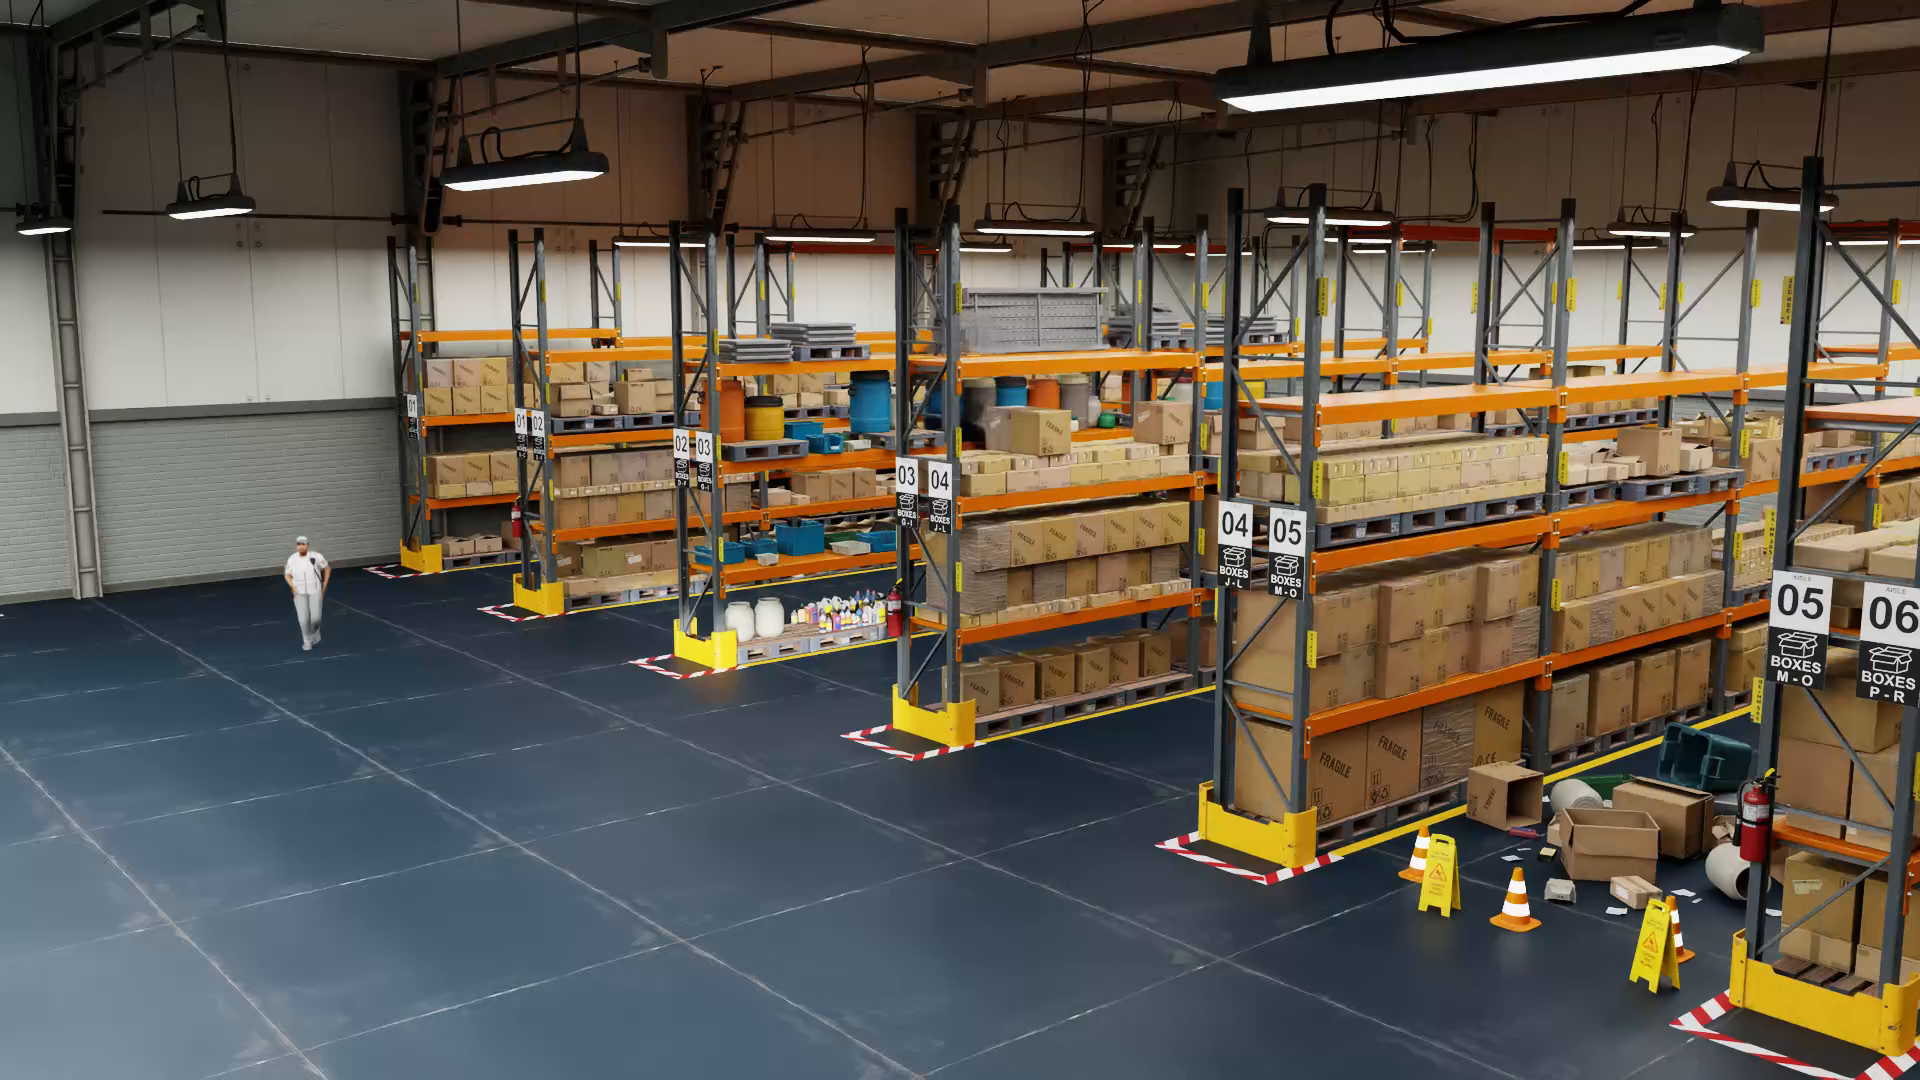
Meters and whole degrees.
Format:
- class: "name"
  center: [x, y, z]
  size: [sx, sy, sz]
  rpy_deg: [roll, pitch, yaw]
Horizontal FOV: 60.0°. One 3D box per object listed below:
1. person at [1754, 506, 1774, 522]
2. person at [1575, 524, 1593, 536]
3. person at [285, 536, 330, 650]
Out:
- class: "person"
  center: [12.419, 0.377, 25.644]
  size: [0.938, 1.750, 0.732]
  rpy_deg: [-6, 11, -36]
- class: "person"
  center: [9.599, 0.481, 25.431]
  size: [0.828, 1.647, 0.615]
  rpy_deg: [-7, 11, -38]
- class: "person"
  center: [-9.260, 0.754, 23.604]
  size: [0.602, 1.632, 0.503]
  rpy_deg: [-2, 9, -14]
